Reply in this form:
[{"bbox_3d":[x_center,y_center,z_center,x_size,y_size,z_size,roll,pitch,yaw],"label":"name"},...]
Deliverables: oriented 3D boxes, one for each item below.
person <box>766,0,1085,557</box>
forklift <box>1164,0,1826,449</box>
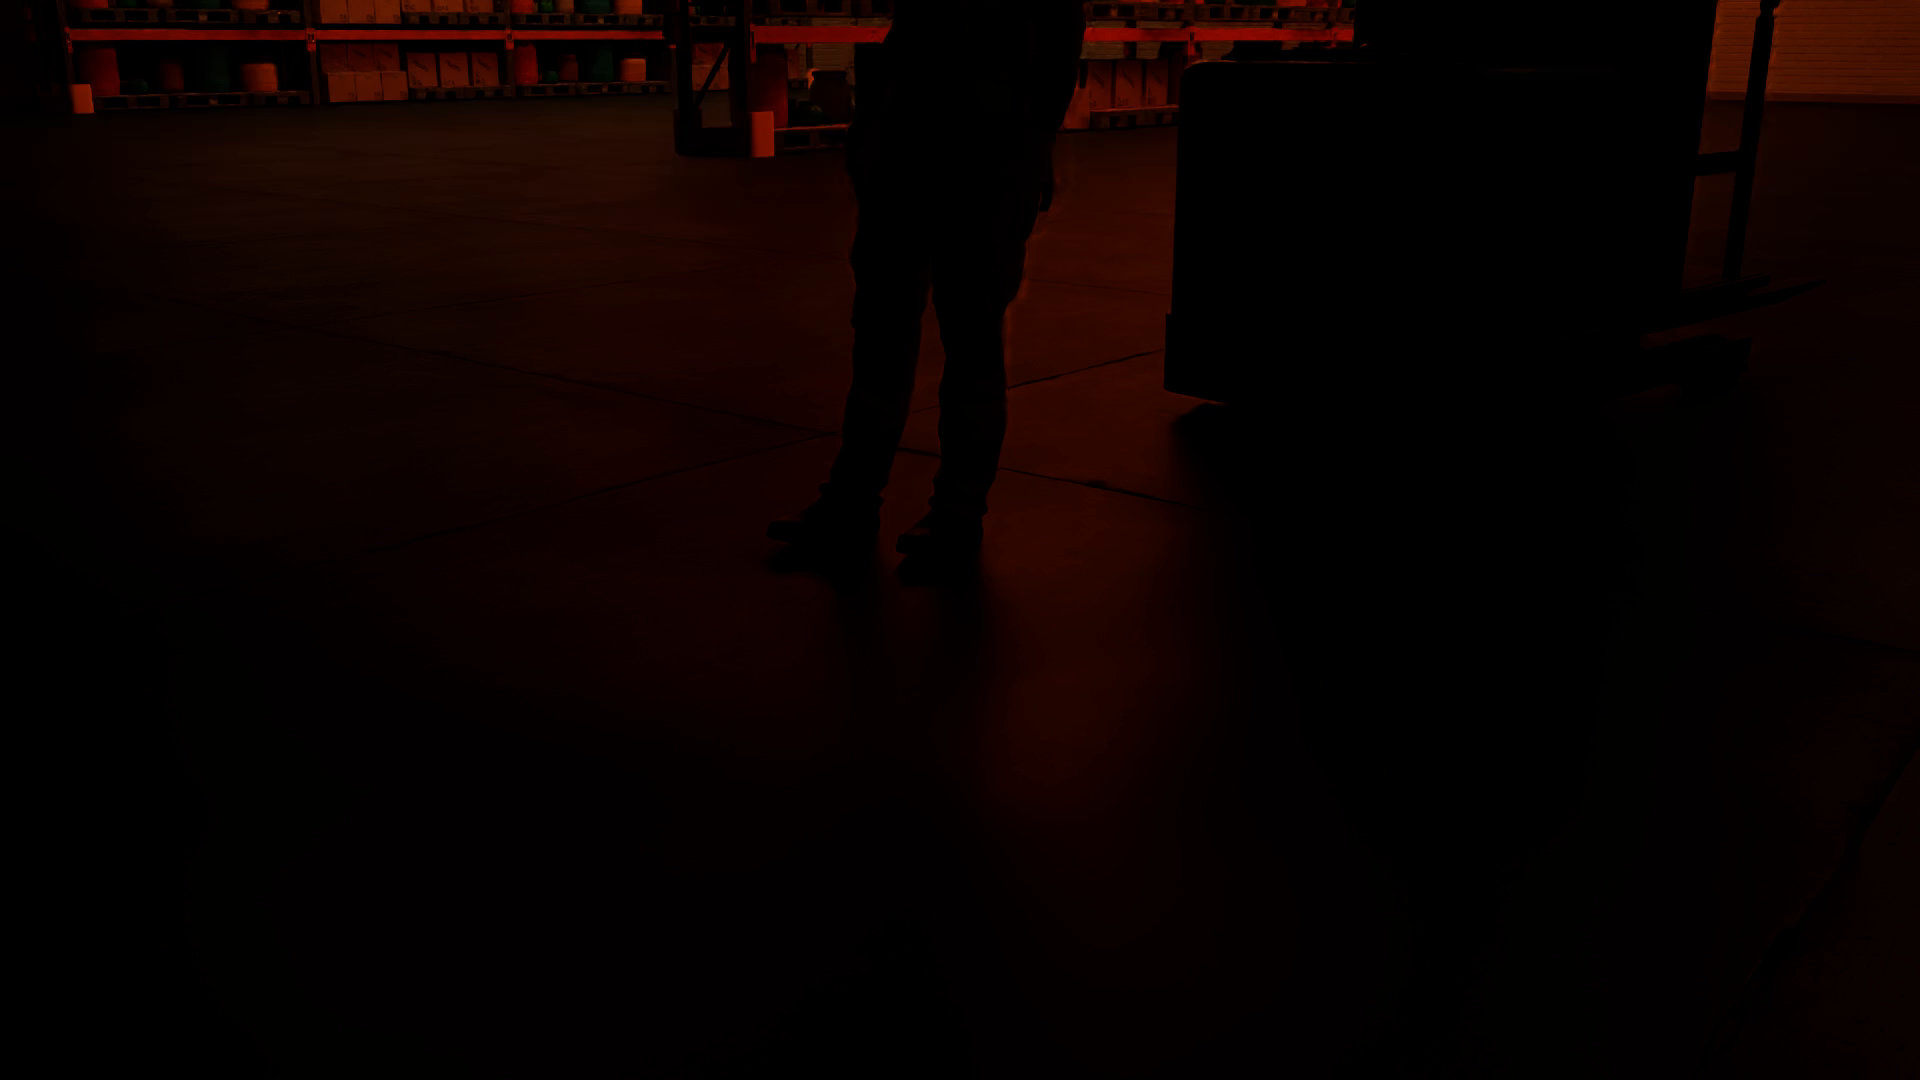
[{"bbox_3d":[-0.077,-0.841,3.618,0.590,1.791,0.634,-15,22,-40],"label":"person"},{"bbox_3d":[2.078,-1.998,5.478,3.031,2.935,1.130,-15,22,-40],"label":"forklift"}]
